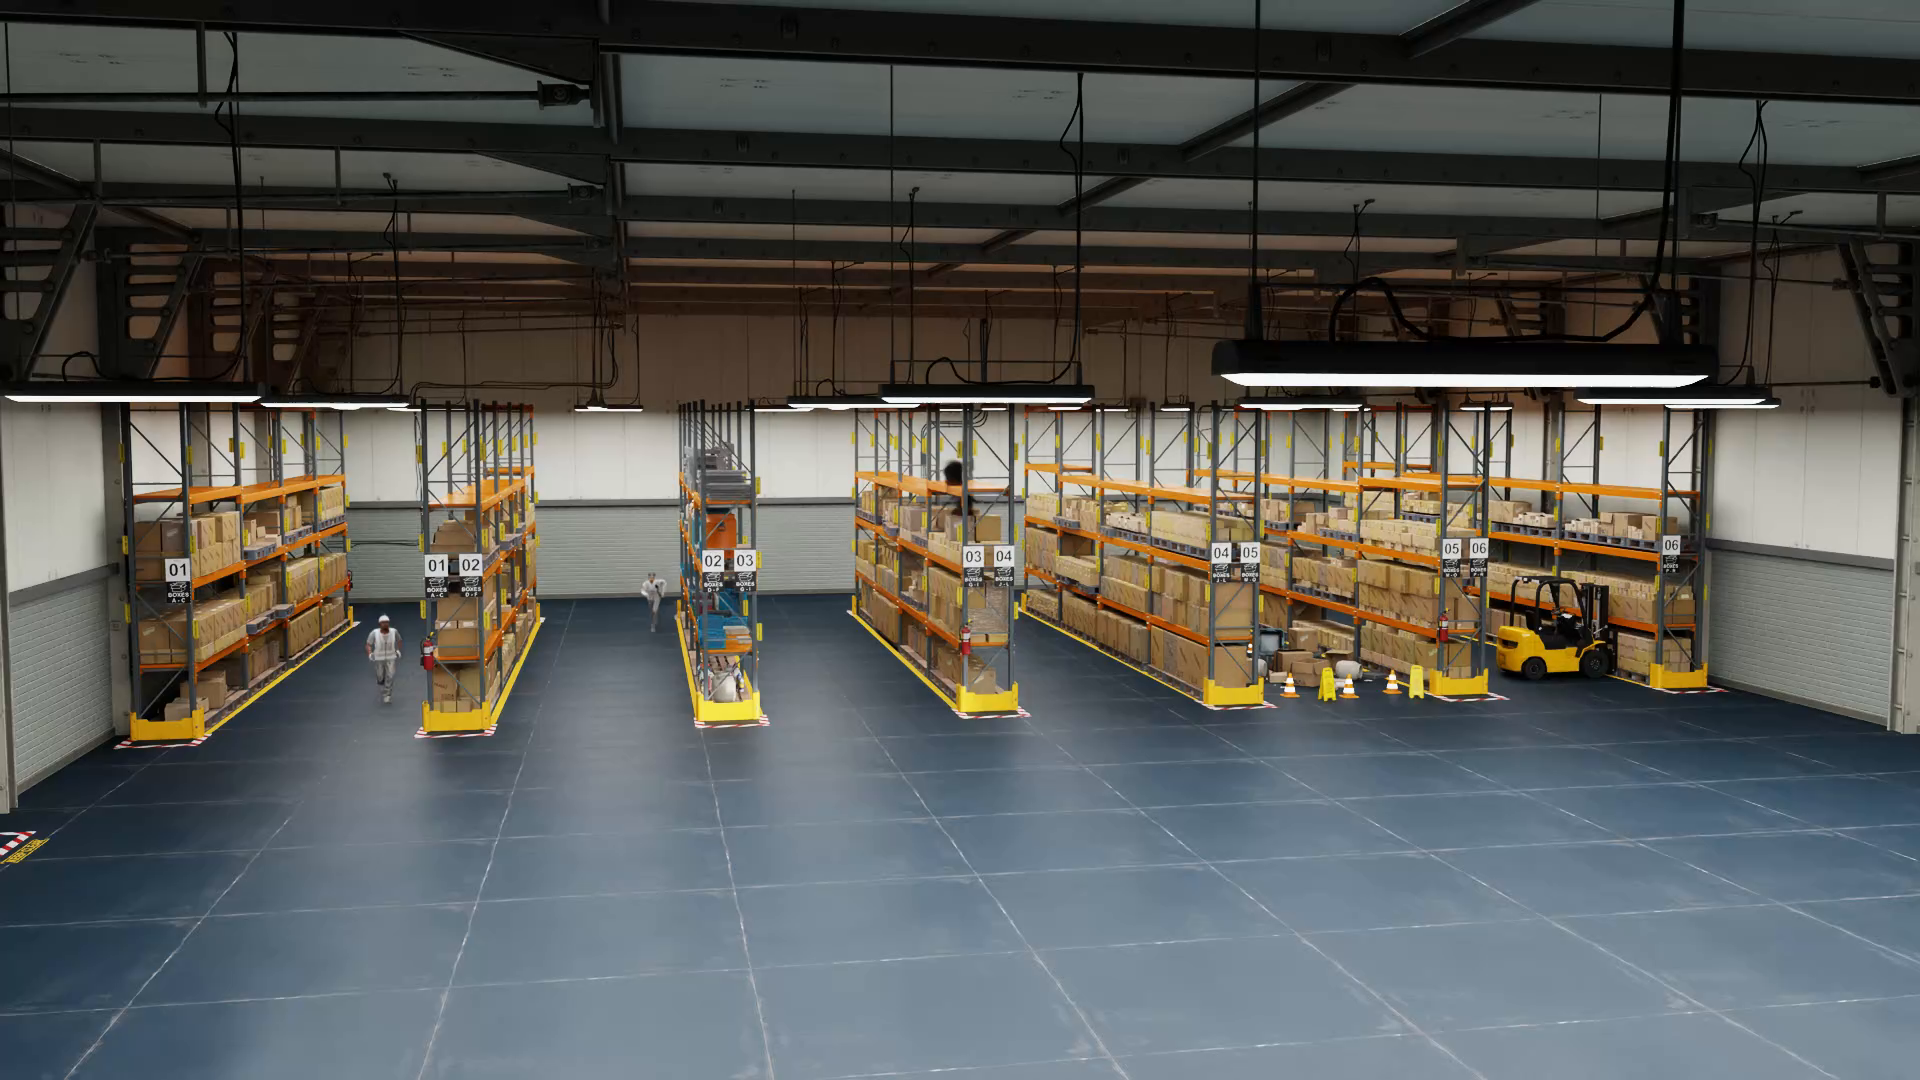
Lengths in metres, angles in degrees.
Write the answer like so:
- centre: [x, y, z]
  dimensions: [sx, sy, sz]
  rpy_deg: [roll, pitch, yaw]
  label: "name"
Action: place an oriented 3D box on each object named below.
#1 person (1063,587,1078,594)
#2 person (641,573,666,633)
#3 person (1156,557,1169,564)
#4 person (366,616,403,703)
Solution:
- centre: [3.156, 1.121, 49.629]
  dimensions: [0.984, 1.731, 0.634]
  rpy_deg: [-1, 4, -8]
  label: "person"
- centre: [-8.097, 1.638, 44.060]
  dimensions: [0.651, 1.624, 0.951]
  rpy_deg: [0, 4, -3]
  label: "person"
- centre: [6.227, 0.957, 51.338]
  dimensions: [0.696, 1.783, 0.643]
  rpy_deg: [-2, 5, -28]
  label: "person"
- centre: [-11.467, 2.362, 33.162]
  dimensions: [0.690, 1.736, 0.736]
  rpy_deg: [-2, 5, -23]
  label: "person"
